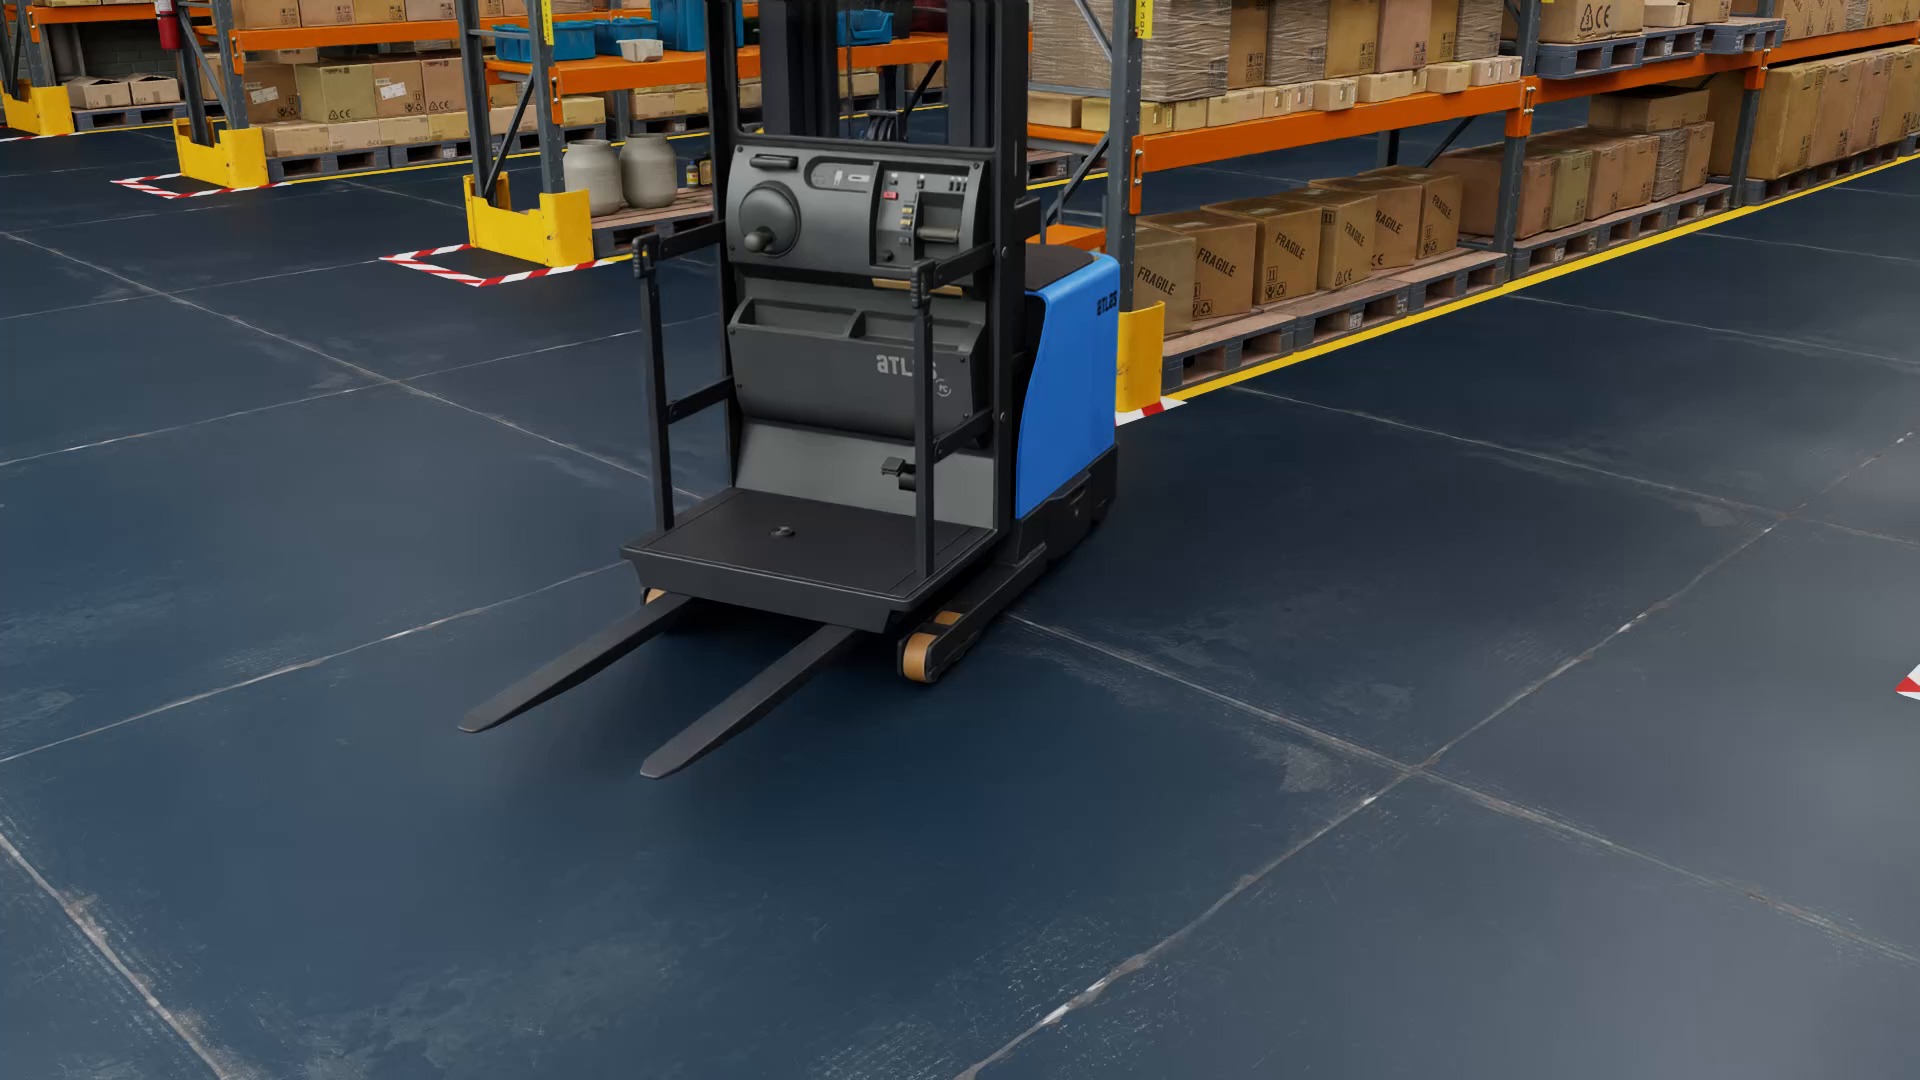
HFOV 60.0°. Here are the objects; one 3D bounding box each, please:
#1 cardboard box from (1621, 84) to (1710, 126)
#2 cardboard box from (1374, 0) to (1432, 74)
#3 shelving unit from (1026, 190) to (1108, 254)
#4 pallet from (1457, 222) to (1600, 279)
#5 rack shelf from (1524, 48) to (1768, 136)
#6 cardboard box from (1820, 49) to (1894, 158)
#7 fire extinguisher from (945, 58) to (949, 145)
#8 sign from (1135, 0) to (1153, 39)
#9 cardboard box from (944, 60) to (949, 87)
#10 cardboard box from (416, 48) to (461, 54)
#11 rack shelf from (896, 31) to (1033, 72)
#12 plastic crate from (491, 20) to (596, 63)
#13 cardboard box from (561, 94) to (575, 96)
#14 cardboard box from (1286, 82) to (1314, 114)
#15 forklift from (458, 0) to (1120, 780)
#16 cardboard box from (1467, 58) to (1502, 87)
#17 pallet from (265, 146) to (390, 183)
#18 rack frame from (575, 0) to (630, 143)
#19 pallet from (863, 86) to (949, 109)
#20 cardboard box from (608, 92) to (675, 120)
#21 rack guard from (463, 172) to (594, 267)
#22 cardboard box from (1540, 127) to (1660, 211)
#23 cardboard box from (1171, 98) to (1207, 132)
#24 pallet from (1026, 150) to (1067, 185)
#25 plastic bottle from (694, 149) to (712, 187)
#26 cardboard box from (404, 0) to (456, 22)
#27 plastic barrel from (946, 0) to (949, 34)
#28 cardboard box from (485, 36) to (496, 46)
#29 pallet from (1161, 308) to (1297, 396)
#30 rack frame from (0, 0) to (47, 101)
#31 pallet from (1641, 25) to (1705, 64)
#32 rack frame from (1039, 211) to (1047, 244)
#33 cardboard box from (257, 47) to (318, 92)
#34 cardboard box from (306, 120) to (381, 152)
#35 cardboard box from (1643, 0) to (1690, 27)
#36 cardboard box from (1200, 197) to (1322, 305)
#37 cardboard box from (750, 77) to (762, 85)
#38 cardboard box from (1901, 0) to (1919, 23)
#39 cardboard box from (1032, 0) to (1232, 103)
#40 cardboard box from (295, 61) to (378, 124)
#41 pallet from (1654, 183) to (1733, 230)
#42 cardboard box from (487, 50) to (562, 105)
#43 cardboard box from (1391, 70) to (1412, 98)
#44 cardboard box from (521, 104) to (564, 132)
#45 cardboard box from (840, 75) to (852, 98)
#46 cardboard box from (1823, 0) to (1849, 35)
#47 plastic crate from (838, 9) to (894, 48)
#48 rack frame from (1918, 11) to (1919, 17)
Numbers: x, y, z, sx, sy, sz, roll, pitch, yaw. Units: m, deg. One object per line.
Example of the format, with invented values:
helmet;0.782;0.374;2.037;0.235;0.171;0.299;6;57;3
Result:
cardboard box;5.585;-3.455;13.209;0.500;0.250;0.500;-19;28;-40
cardboard box;2.232;-3.030;9.723;0.875;0.500;0.500;19;28;41
shelving unit;0.384;-0.844;7.098;0.258;1.200;0.503;14;25;32
pallet;3.782;-2.117;11.789;1.003;0.211;1.213;19;28;41
rack shelf;4.636;-3.397;12.233;1.077;0.370;4.000;19;28;41
cardboard box;7.766;-4.080;15.384;1.225;0.875;0.875;18;27;39
fire extinguisher;0.040;-2.240;8.329;0.296;0.674;0.183;19;28;41
sign;0.839;-2.458;7.583;0.100;0.325;0.005;19;28;41
cardboard box;-0.181;-5.947;20.737;0.500;0.500;0.500;18;27;39
cardboard box;-5.100;-4.663;16.728;0.500;0.500;0.500;19;28;41
rack shelf;1.087;-4.636;15.459;1.077;0.370;4.000;19;28;41
plastic crate;-2.964;-3.564;11.873;0.499;0.251;0.616;19;28;41
cardboard box;-4.395;-4.568;17.525;0.500;0.250;0.500;19;28;41
cardboard box;1.687;-2.409;9.012;0.380;0.149;0.250;19;28;41
forklift;-0.445;-1.081;5.302;1.130;2.935;3.031;10;23;23
cardboard box;3.120;-2.910;10.316;0.380;0.149;0.250;19;28;41
pallet;-6.142;-3.576;15.584;1.003;0.211;1.213;19;28;41
rack frame;-3.855;-5.699;17.220;1.000;3.000;0.127;19;28;41
pallet;-0.516;-5.608;20.870;1.003;0.211;1.213;19;28;41
cardboard box;-3.396;-4.653;17.746;0.500;0.250;0.500;18;28;39
rack guard;-3.079;-2.294;11.847;1.175;0.500;0.348;19;28;41
cardboard box;4.809;-2.815;12.587;0.500;0.500;0.700;-17;27;-38
cardboard box;1.008;-2.146;8.327;0.380;0.149;0.250;19;28;41
pallet;0.212;-3.368;15.043;1.003;0.211;1.213;19;28;41
plastic bottle;-2.063;-2.984;13.329;0.133;0.283;0.061;-19;28;-41
cardboard box;-5.232;-5.233;15.868;0.500;0.500;0.700;-19;28;-40
plastic barrel;0.178;-4.715;13.963;0.600;0.901;0.708;19;28;41
cardboard box;-6.196;-6.436;22.009;0.700;0.500;0.500;20;28;41
pallet;1.095;-1.108;9.163;1.003;0.211;1.213;19;28;41
rack frame;-10.197;-5.909;17.768;1.000;3.000;0.127;19;28;41
pallet;4.679;-3.638;12.126;1.003;0.211;1.213;19;28;41
rack frame;0.244;-0.772;6.911;0.240;1.200;0.015;14;25;32
cardboard box;-8.102;-5.699;20.092;0.500;0.500;0.500;17;27;37
cardboard box;-5.765;-3.795;15.513;0.500;0.250;0.500;19;28;41
cardboard box;5.061;-3.884;12.100;0.396;0.266;0.258;18;28;39
cardboard box;1.740;-1.694;9.700;0.500;0.500;0.500;-17;27;-37
cardboard box;-2.316;-5.312;18.680;0.500;0.311;0.500;-19;28;-41
cardboard box;8.691;-5.133;15.609;0.500;0.500;0.500;19;28;41
cardboard box;0.853;-2.510;8.370;0.875;0.500;0.500;19;28;41
cardboard box;-5.764;-4.144;15.378;0.500;0.500;0.500;19;28;41
pallet;5.485;-2.744;13.421;1.003;0.211;1.213;19;28;41
cardboard box;-4.379;-4.662;16.724;0.500;0.500;0.500;19;28;41
cardboard box;2.394;-2.663;9.673;0.380;0.149;0.250;19;28;41
cardboard box;-4.377;-4.311;16.857;0.500;0.250;0.500;19;28;41
cardboard box;-1.614;-5.310;19.455;0.500;0.250;0.500;19;28;40
cardboard box;7.278;-4.616;14.263;0.500;0.500;0.500;19;28;40
plastic crate;-0.886;-4.036;13.102;0.499;0.251;0.616;19;28;41
rack frame;8.821;-5.275;16.117;1.000;3.000;0.127;19;28;41
